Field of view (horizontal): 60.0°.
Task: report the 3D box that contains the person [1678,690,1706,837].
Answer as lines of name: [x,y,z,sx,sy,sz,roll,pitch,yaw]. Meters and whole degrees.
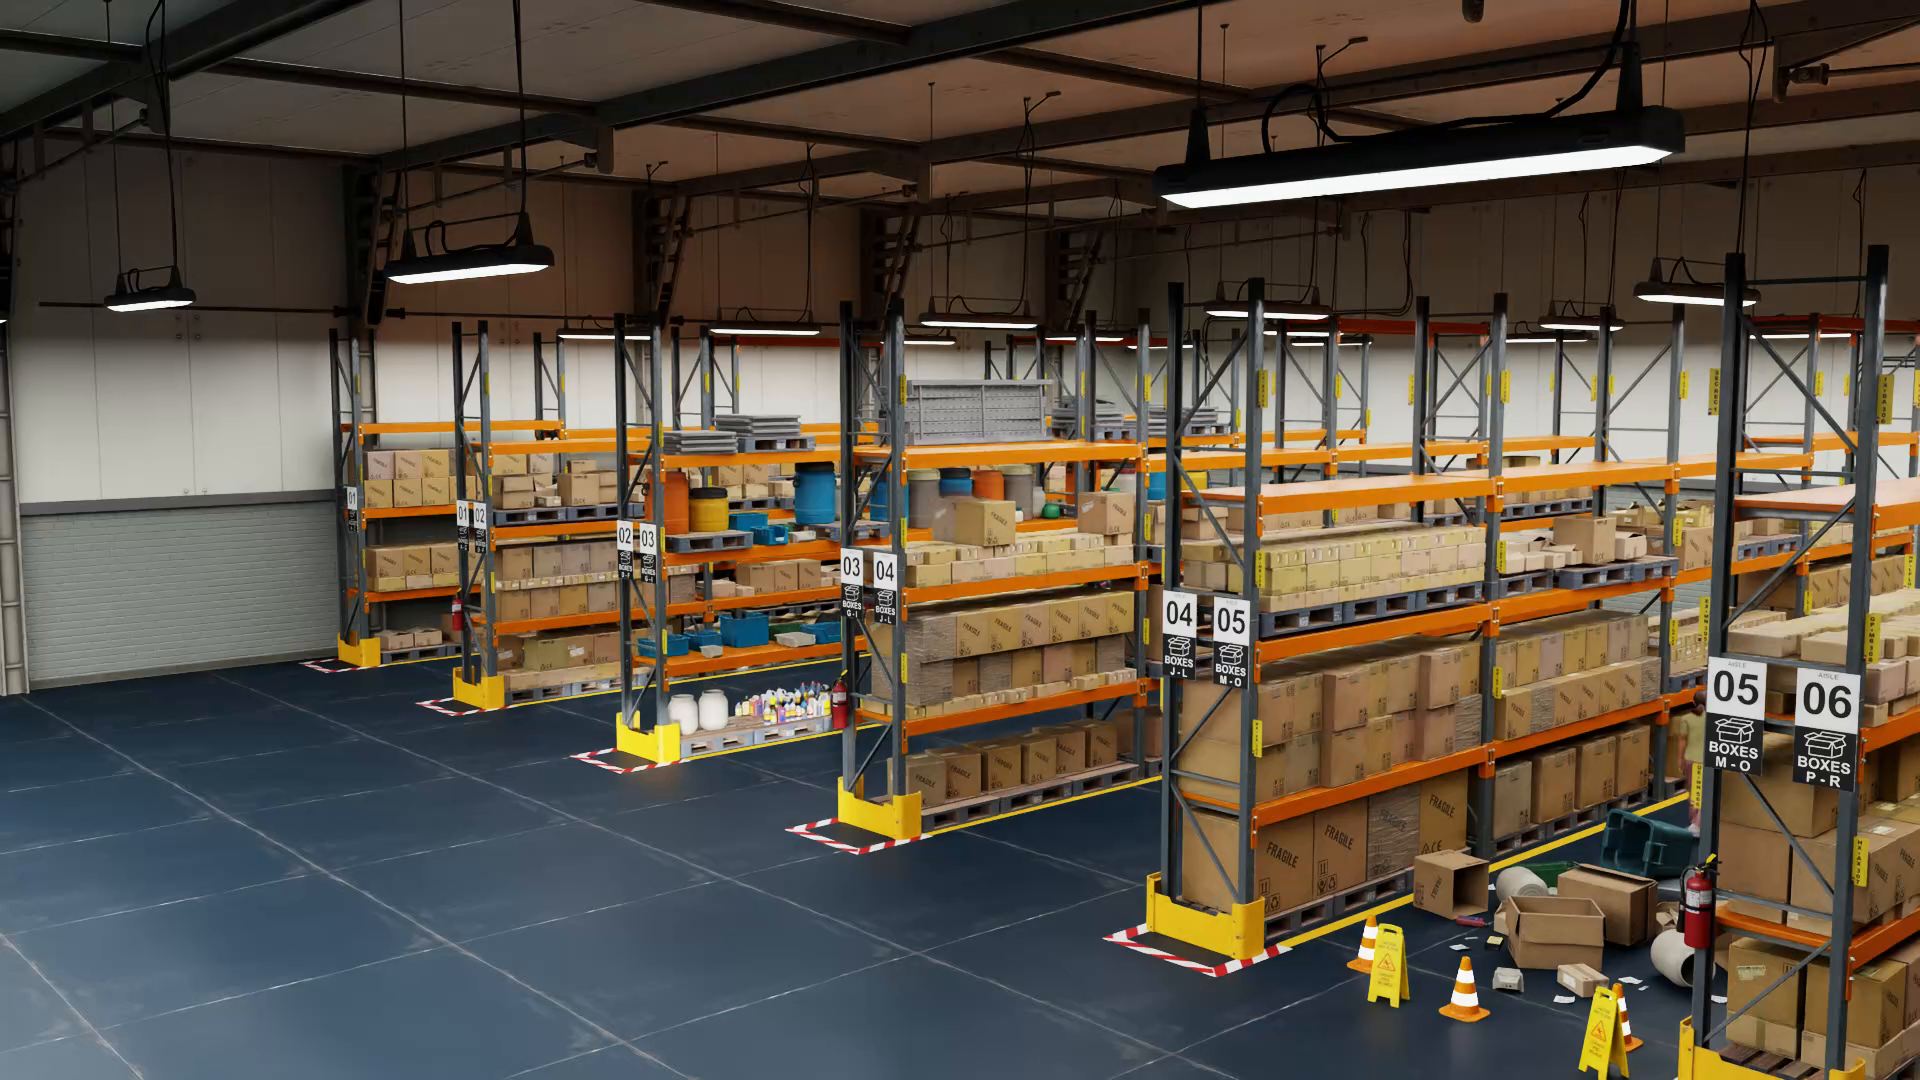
person: [8.272,2.507,18.584,0.516,1.669,0.492,-5,8,-43]
